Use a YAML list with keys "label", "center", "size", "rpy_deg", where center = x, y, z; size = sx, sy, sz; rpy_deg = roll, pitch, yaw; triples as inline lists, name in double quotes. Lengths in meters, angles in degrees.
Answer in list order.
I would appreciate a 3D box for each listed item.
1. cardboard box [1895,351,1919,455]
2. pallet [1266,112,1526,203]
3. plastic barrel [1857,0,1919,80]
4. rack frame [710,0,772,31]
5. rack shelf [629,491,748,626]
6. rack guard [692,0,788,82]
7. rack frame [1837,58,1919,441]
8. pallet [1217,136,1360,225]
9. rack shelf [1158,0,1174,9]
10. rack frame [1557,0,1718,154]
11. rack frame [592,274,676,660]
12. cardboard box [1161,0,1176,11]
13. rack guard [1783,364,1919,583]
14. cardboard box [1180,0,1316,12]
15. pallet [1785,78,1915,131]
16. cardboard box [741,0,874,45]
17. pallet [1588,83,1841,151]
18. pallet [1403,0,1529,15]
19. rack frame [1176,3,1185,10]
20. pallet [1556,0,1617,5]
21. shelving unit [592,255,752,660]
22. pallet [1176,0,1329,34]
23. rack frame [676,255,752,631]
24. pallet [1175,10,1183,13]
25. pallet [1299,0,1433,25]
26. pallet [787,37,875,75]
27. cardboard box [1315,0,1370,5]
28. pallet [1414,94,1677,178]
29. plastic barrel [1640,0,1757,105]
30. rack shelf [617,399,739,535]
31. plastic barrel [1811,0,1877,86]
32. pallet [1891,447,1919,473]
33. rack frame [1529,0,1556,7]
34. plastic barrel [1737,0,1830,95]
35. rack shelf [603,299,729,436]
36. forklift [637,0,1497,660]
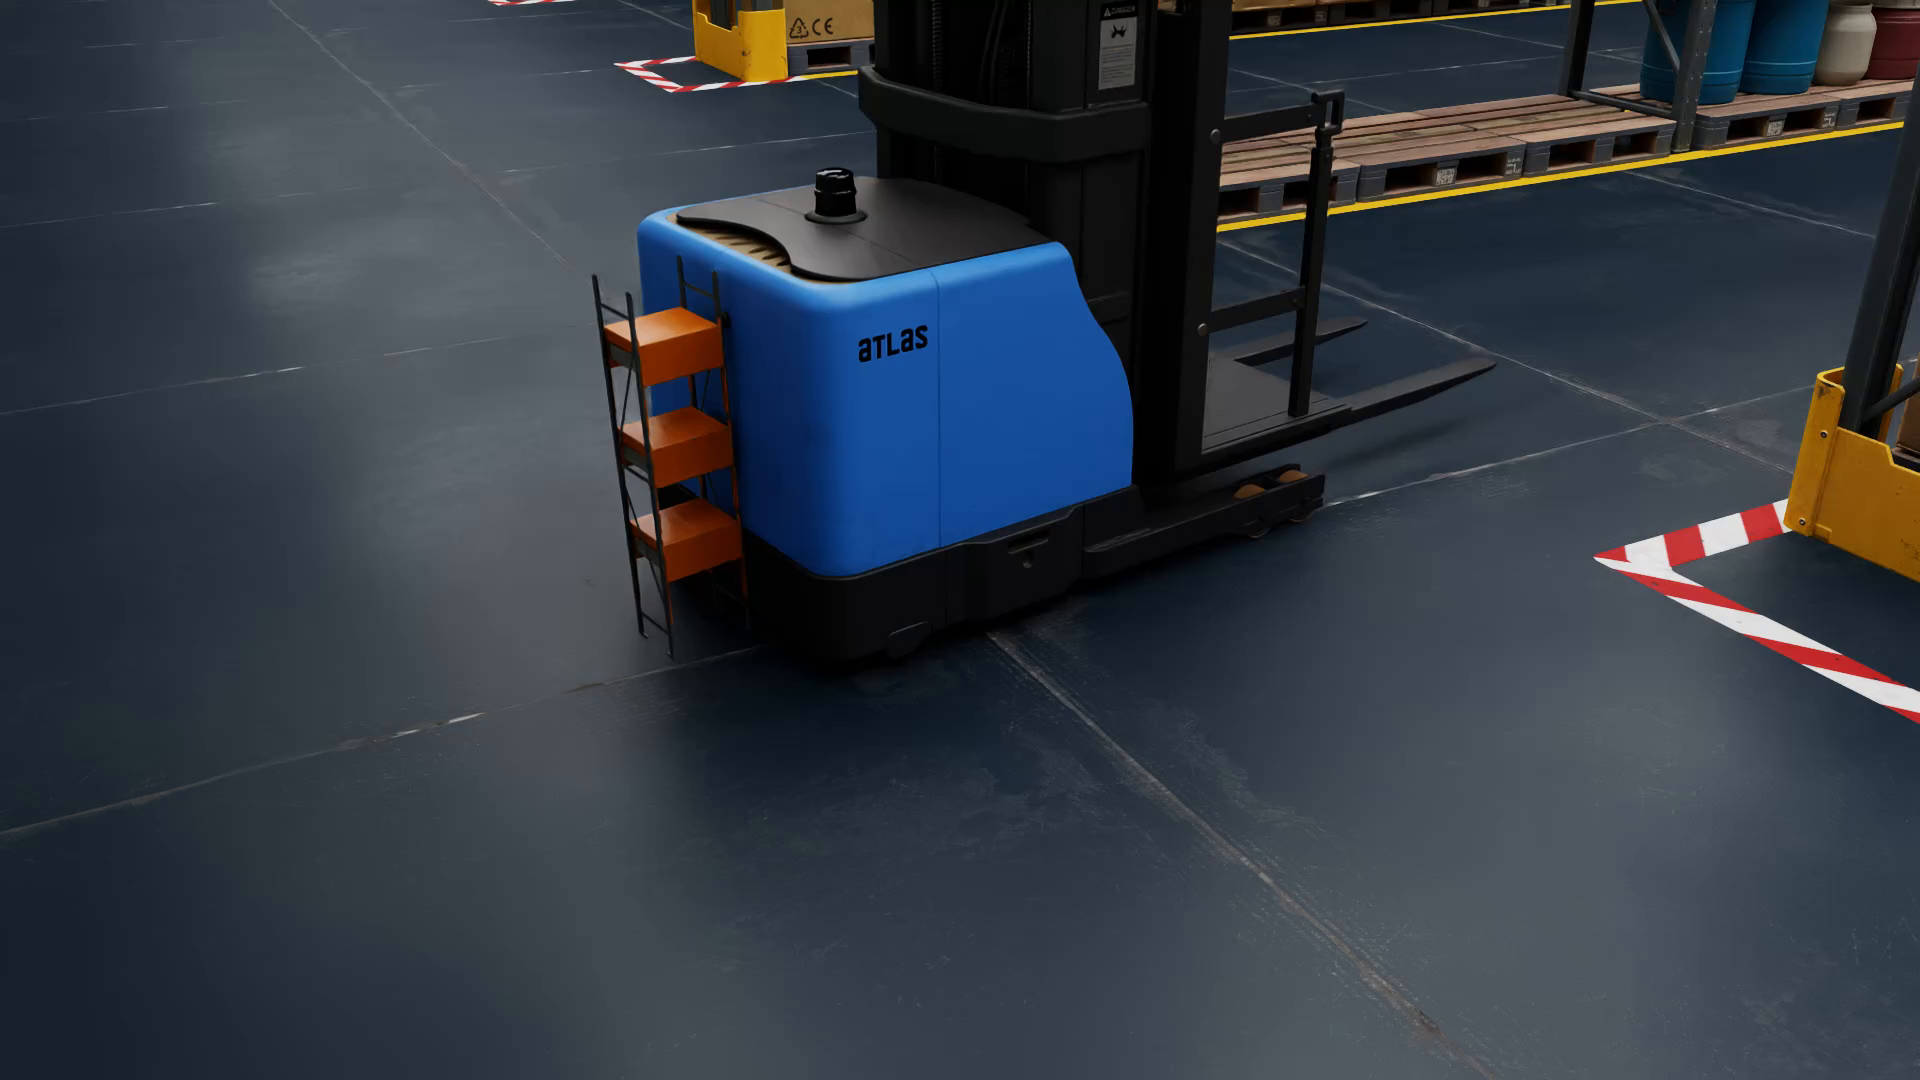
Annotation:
- label: "cardboard box"
  center: [3.352, -0.483, 5.170]
  size: [0.500, 0.500, 0.500]
  rpy_deg: [-13, 29, -25]
- label: "pallet"
  center: [2.482, -2.242, 9.675]
  size: [1.213, 0.211, 1.003]
  rpy_deg: [-13, 29, -25]
- label: "plastic barrel"
  center: [6.300, -3.494, 11.363]
  size: [0.708, 0.588, 0.600]
  rpy_deg: [-13, 29, -25]
- label: "rack frame"
  center: [-1.670, -4.991, 12.179]
  size: [0.127, 3.000, 1.000]
  rpy_deg: [-13, 29, -25]
- label: "rack shelf"
  center: [-0.754, 0.047, 4.594]
  size: [0.240, 0.259, 0.215]
  rpy_deg: [-21, 32, -33]
- label: "rack guard"
  center: [-1.691, -3.859, 12.710]
  size: [0.348, 0.500, 1.175]
  rpy_deg: [-13, 29, -25]
- label: "rack frame"
  center: [2.989, -1.207, 4.297]
  size: [0.127, 3.000, 1.000]
  rpy_deg: [-13, 29, -25]
- label: "pallet"
  center: [1.407, -1.995, 9.161]
  size: [1.213, 0.211, 1.003]
  rpy_deg: [-13, 29, -25]
- label: "rack shelf"
  center: [2.426, -3.182, 9.243]
  size: [4.000, 0.370, 1.077]
  rpy_deg: [-13, 29, -25]
- label: "rack frame"
  center: [4.190, -3.914, 9.936]
  size: [0.127, 3.000, 1.000]
  rpy_deg: [-13, 29, -25]
- label: "rack frame"
  center: [-0.858, -0.173, 4.398]
  size: [0.008, 1.050, 0.200]
  rpy_deg: [-21, 32, -33]
- label: "cardboard box"
  center: [1.240, -4.933, 14.028]
  size: [0.875, 0.875, 0.875]
  rpy_deg: [-13, 29, -25]
- label: "rack guard"
  center: [3.056, -0.095, 4.871]
  size: [0.348, 0.500, 1.175]
  rpy_deg: [-13, 29, -25]
- label: "cardboard box"
  center: [2.415, -5.175, 14.532]
  size: [0.875, 0.875, 1.225]
  rpy_deg: [-13, 29, -25]
- label: "pallet"
  center: [5.969, -3.048, 11.355]
  size: [1.213, 0.211, 1.003]
  rpy_deg: [-13, 29, -25]
- label: "cardboard box"
  center: [-1.143, -4.383, 12.883]
  size: [0.875, 0.875, 0.875]
  rpy_deg: [-13, 29, -25]
- label: "pallet"
  center: [4.891, -2.798, 10.833]
  size: [1.213, 0.211, 1.003]
  rpy_deg: [-13, 29, -25]
- label: "pallet"
  center: [4.658, -5.231, 15.901]
  size: [1.213, 0.211, 1.003]
  rpy_deg: [-13, 29, -25]
- label: "rack frame"
  center: [1.860, -5.805, 13.876]
  size: [0.127, 3.000, 1.000]
  rpy_deg: [-13, 29, -25]
- label: "pallet"
  center: [6.079, -5.521, 16.506]
  size: [1.213, 0.211, 1.003]
  rpy_deg: [-13, 29, -25]
- label: "shelving unit"
  center: [-0.762, -0.210, 4.463]
  size: [0.252, 1.050, 0.215]
  rpy_deg: [-21, 32, -33]
- label: "pallet"
  center: [2.505, -4.734, 14.866]
  size: [1.213, 0.211, 1.003]
  rpy_deg: [-13, 29, -25]
- label: "rack frame"
  center: [-0.666, -0.246, 4.529]
  size: [0.008, 1.050, 0.200]
  rpy_deg: [-21, 32, -33]
- label: "pallet"
  center: [1.152, -4.423, 14.219]
  size: [1.213, 0.211, 1.003]
  rpy_deg: [-13, 29, -25]
- label: "pallet"
  center: [3.583, -4.984, 15.387]
  size: [1.213, 0.211, 1.003]
  rpy_deg: [-13, 29, -25]
- label: "pallet"
  center: [-1.001, -3.926, 13.184]
  size: [1.213, 0.211, 1.003]
  rpy_deg: [-13, 29, -25]
- label: "cardboard box"
  center: [3.203, -5.357, 14.912]
  size: [0.875, 0.875, 1.225]
  rpy_deg: [-14, 29, -27]
- label: "pallet"
  center: [3.560, -2.492, 10.197]
  size: [1.213, 0.211, 1.003]
  rpy_deg: [-13, 29, -25]
- label: "plastic barrel"
  center: [4.678, -3.261, 10.516]
  size: [0.708, 0.901, 0.600]
  rpy_deg: [-13, 29, -25]
- label: "rack shelf"
  center: [-0.762, -0.200, 4.468]
  size: [0.240, 0.259, 0.215]
  rpy_deg: [-21, 32, -33]
- label: "plastic barrel"
  center: [5.844, -3.311, 11.069]
  size: [0.421, 0.512, 0.421]
  rpy_deg: [0, 26, 0]
- label: "pallet"
  center: [3.759, -0.128, 5.272]
  size: [1.213, 0.211, 1.003]
  rpy_deg: [-13, 29, -25]
- label: "rack frame"
  center: [5.389, -6.620, 15.572]
  size: [0.127, 3.000, 1.000]
  rpy_deg: [-13, 29, -25]
- label: "plastic barrel"
  center: [5.303, -3.406, 10.817]
  size: [0.708, 0.901, 0.600]
  rpy_deg: [-13, 29, -25]
- label: "rack shelf"
  center: [-0.770, -0.453, 4.340]
  size: [0.240, 0.259, 0.215]
  rpy_deg: [-21, 32, -33]
- label: "forklift"
  center: [0.557, -1.493, 4.973]
  size: [3.031, 2.935, 1.130]
  rpy_deg: [-18, 31, -33]
